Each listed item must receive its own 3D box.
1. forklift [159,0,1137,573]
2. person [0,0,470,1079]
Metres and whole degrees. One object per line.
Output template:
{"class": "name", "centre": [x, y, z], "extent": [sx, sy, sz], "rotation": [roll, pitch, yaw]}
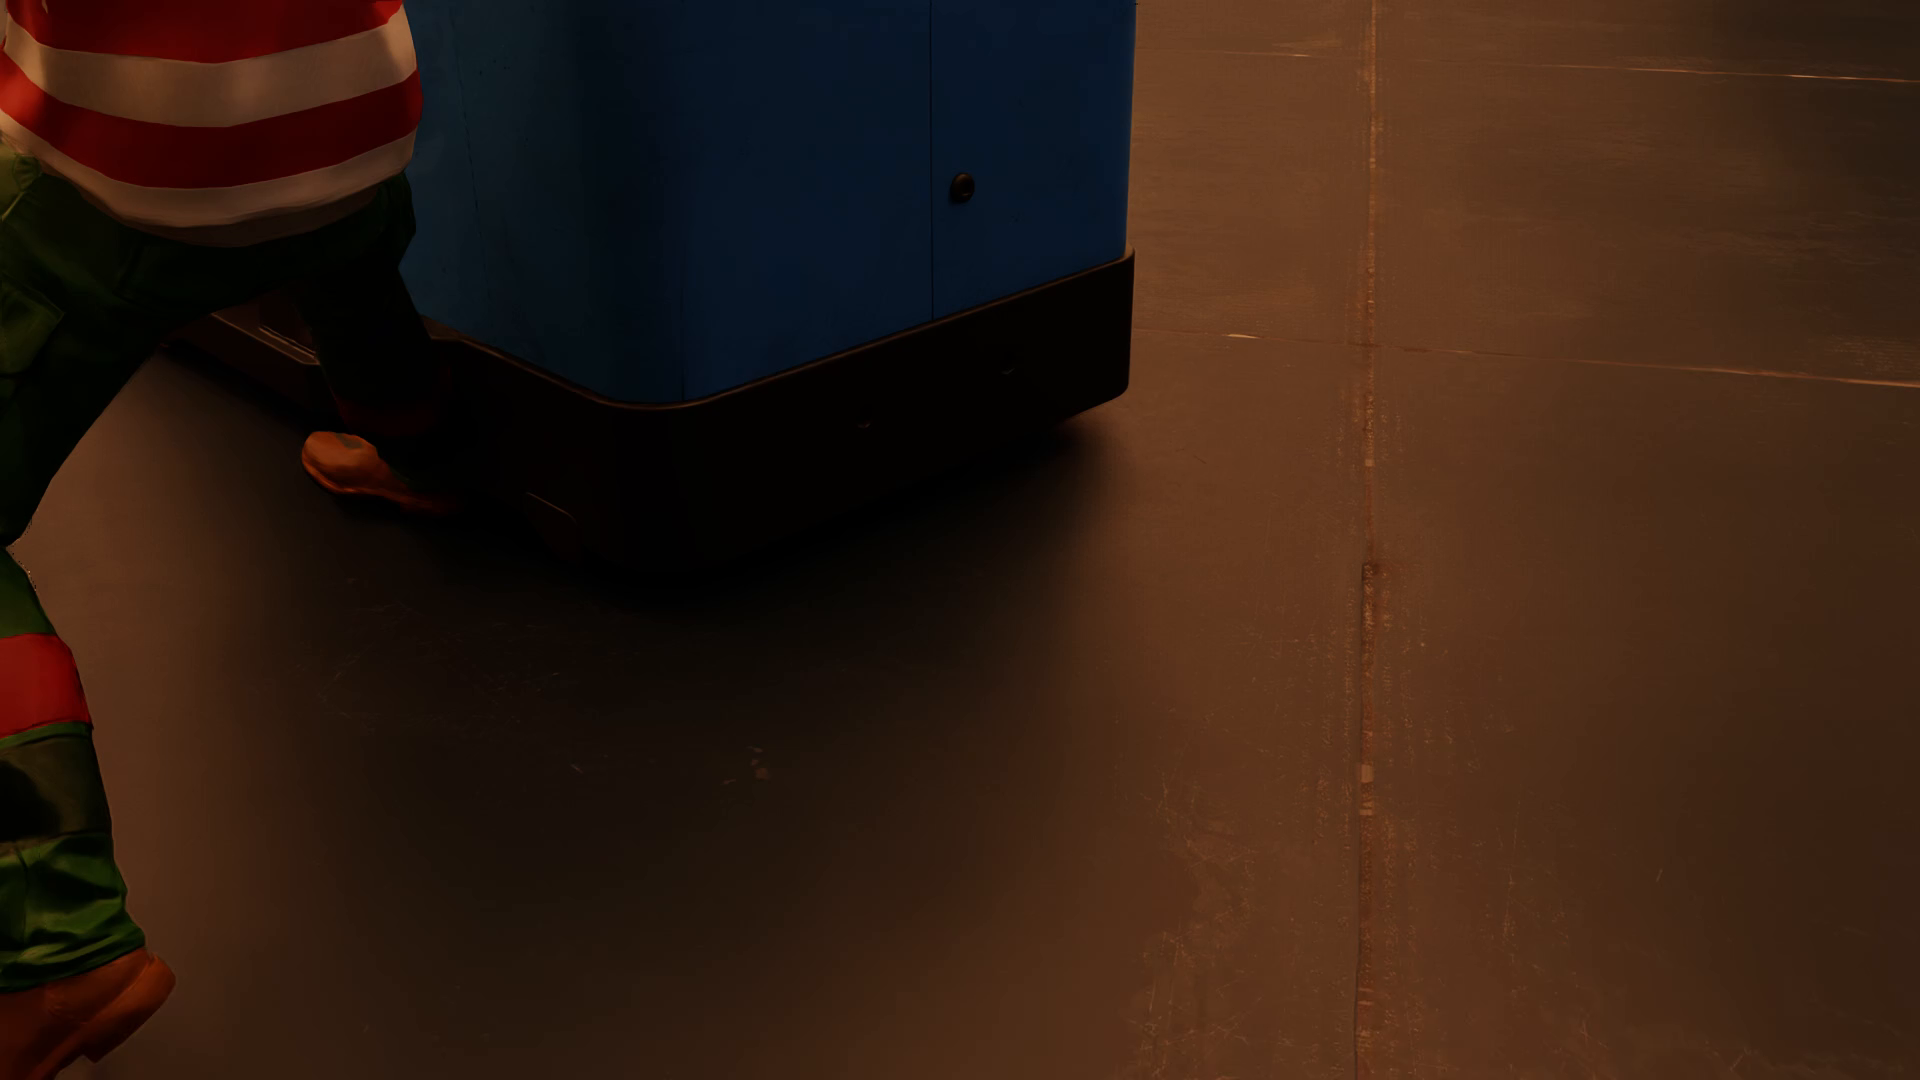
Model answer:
{"class": "forklift", "centre": [-1.114, -1.825, 2.864], "extent": [3.031, 2.935, 1.130], "rotation": [24, 35, 39]}
{"class": "person", "centre": [-0.902, -0.465, 1.694], "extent": [0.976, 1.591, 1.227], "rotation": [16, 31, 28]}
